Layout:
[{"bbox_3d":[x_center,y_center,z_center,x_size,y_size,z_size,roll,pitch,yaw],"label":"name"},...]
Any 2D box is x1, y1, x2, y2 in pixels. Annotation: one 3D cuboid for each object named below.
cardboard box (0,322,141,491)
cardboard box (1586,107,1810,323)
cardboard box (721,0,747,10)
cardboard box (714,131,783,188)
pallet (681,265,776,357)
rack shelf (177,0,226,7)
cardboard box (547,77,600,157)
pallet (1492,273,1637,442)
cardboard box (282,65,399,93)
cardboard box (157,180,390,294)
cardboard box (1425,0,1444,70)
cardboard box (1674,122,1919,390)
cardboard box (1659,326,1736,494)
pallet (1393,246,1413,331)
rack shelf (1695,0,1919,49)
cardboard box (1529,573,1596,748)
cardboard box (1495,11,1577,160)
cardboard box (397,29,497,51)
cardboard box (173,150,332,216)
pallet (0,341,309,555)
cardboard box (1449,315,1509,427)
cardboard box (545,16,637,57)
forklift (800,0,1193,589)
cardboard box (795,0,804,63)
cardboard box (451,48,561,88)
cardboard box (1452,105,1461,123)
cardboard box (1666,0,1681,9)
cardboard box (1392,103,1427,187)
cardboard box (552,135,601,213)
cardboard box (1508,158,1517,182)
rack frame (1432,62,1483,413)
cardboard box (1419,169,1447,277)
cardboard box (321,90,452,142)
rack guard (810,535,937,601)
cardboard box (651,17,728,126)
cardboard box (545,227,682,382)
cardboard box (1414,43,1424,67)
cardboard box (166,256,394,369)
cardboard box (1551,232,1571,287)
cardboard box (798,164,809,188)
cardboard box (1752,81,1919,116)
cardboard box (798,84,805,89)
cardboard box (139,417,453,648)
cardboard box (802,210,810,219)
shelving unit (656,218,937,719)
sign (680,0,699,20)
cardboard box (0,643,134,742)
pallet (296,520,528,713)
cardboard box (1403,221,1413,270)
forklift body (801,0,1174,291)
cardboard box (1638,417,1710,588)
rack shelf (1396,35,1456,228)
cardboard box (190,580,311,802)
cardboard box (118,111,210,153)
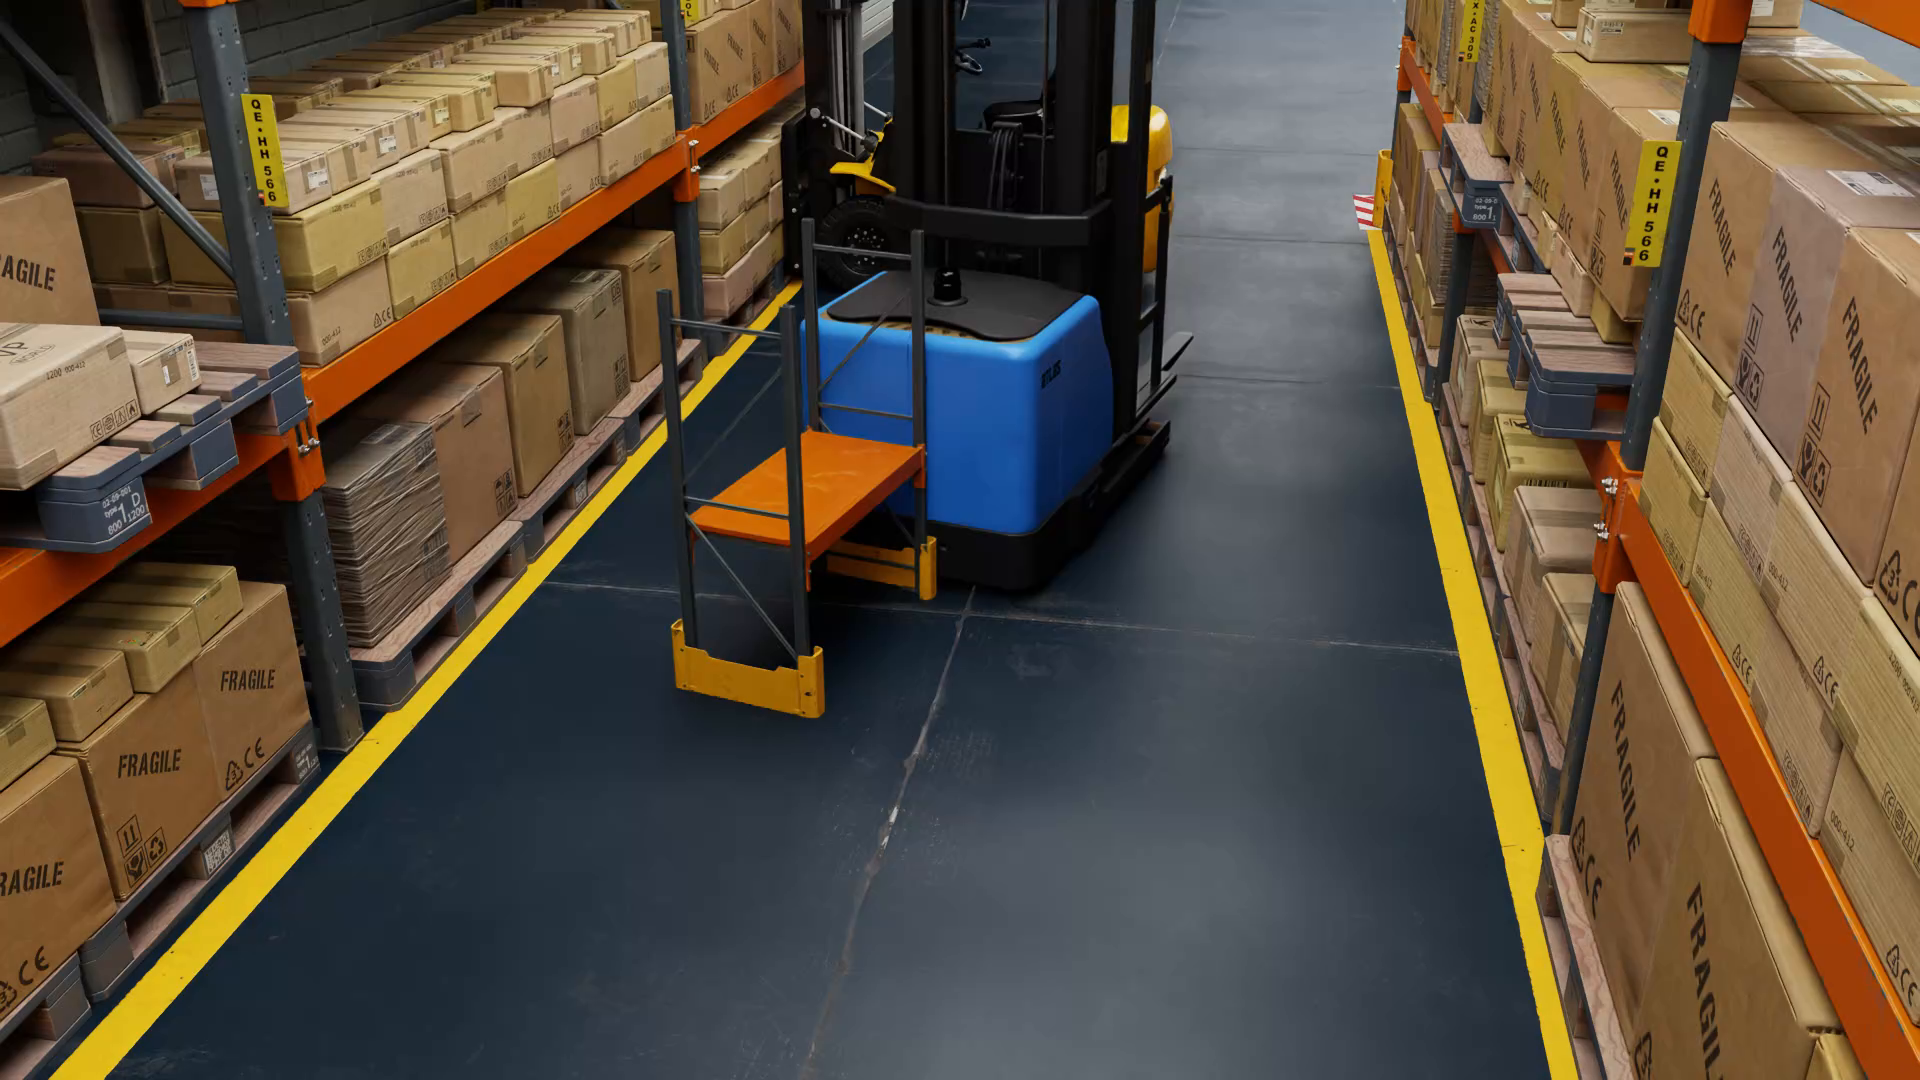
[{"bbox_3d":[-2.428,-0.343,4.126,0.500,0.250,0.500,3,25,6],"label":"cardboard box"},{"bbox_3d":[2.123,-0.922,4.717,0.500,0.500,0.500,3,25,7],"label":"cardboard box"},{"bbox_3d":[-1.440,-3.129,9.513,0.380,0.149,0.250,5,25,10],"label":"cardboard box"},{"bbox_3d":[-1.369,-2.358,10.317,0.500,0.250,0.500,5,26,10],"label":"cardboard box"},{"bbox_3d":[-1.749,-1.424,10.044,1.003,0.211,1.213,4,25,9],"label":"pallet"},{"bbox_3d":[-2.901,-0.881,2.904,1.077,0.370,4.000,4,25,9],"label":"rack shelf"},{"bbox_3d":[-1.915,-1.864,7.281,0.500,0.250,0.500,5,25,10],"label":"cardboard box"},{"bbox_3d":[2.334,-0.561,5.136,1.213,0.211,1.003,4,25,9],"label":"pallet"},{"bbox_3d":[-2.489,-1.817,6.711,0.380,0.149,0.250,5,25,10],"label":"cardboard box"},{"bbox_3d":[-2.236,-1.010,5.456,0.500,0.250,0.500,4,25,8],"label":"cardboard box"},{"bbox_3d":[3.041,-3.046,9.750,0.500,0.500,0.500,4,25,7],"label":"cardboard box"},{"bbox_3d":[2.001,-0.651,3.805,0.500,0.500,0.500,3,25,7],"label":"cardboard box"},{"bbox_3d":[1.997,-0.306,3.952,0.500,0.250,0.500,4,25,8],"label":"cardboard box"},{"bbox_3d":[3.249,-1.547,10.306,1.003,0.211,1.213,4,25,9],"label":"pallet"},{"bbox_3d":[1.996,-0.538,2.172,1.077,0.370,4.000,4,25,9],"label":"rack shelf"},{"bbox_3d":[2.425,0.422,5.414,0.950,0.372,0.625,2,25,5],"label":"cardboard box"},{"bbox_3d":[2.442,-1.794,6.580,0.500,0.500,0.500,4,25,8],"label":"cardboard box"},{"bbox_3d":[-2.348,-2.243,7.621,0.380,0.149,0.250,4,25,8],"label":"cardboard box"},{"bbox_3d":[-2.232,-1.136,5.256,0.380,0.149,0.250,5,26,10],"label":"cardboard box"},{"bbox_3d":[-2.616,-0.309,4.599,1.213,0.211,1.003,4,25,9],"label":"pallet"},{"bbox_3d":[2.894,-0.796,8.016,0.950,0.372,0.625,4,25,9],"label":"cardboard box"},{"bbox_3d":[-1.782,-2.429,8.018,0.380,0.149,0.250,4,25,8],"label":"cardboard box"},{"bbox_3d":[0.383,-1.727,7.483,1.130,2.935,3.031,10,27,21],"label":"forklift"},{"bbox_3d":[-1.266,-3.421,10.902,0.500,0.500,0.500,4,25,8],"label":"cardboard box"},{"bbox_3d":[-1.937,-2.002,7.105,0.380,0.149,0.250,4,25,9],"label":"cardboard box"},{"bbox_3d":[2.763,-2.162,8.626,0.380,0.149,0.250,5,25,10],"label":"cardboard box"},{"bbox_3d":[3.024,-2.181,6.642,0.380,0.149,0.250,3,25,7],"label":"cardboard box"},{"bbox_3d":[3.223,-2.644,11.224,0.500,0.500,0.500,3,25,7],"label":"cardboard box"},{"bbox_3d":[-1.933,-1.644,7.402,0.500,0.250,0.500,4,25,9],"label":"cardboard box"},{"bbox_3d":[2.471,-1.550,6.824,0.380,0.149,0.250,4,25,9],"label":"cardboard box"},{"bbox_3d":[2.977,-2.015,8.017,1.000,3.000,0.127,4,25,9],"label":"rack frame"},{"bbox_3d":[2.890,-1.778,9.375,0.500,0.500,0.500,4,25,9],"label":"cardboard box"},{"bbox_3d":[-2.131,-1.575,6.193,0.380,0.149,0.250,4,25,9],"label":"cardboard box"},{"bbox_3d":[-0.376,0.071,6.803,0.587,0.250,0.087,10,27,21],"label":"rack guard"},{"bbox_3d":[-1.591,-2.570,9.085,0.500,0.500,0.500,3,25,7],"label":"cardboard box"},{"bbox_3d":[-1.995,-1.253,8.695,0.875,0.625,0.625,5,26,11],"label":"cardboard box"},{"bbox_3d":[3.133,-3.132,10.698,0.380,0.149,0.250,4,25,9],"label":"cardboard box"},{"bbox_3d":[-2.261,-0.785,5.566,0.500,0.250,0.500,4,25,9],"label":"cardboard box"},{"bbox_3d":[2.163,-0.902,5.440,0.380,0.149,0.250,3,25,6],"label":"cardboard box"},{"bbox_3d":[-1.280,-2.341,10.871,0.500,0.250,0.500,4,25,8],"label":"cardboard box"},{"bbox_3d":[2.703,-1.103,5.104,0.500,0.500,0.500,5,26,11],"label":"cardboard box"},{"bbox_3d":[-1.035,-3.214,12.146,0.500,0.250,0.500,5,26,10],"label":"cardboard box"},{"bbox_3d":[-2.459,-0.059,6.144,0.875,0.625,0.625,5,26,10],"label":"cardboard box"},{"bbox_3d":[-1.276,-2.122,10.993,0.500,0.250,0.500,5,26,10],"label":"cardboard box"},{"bbox_3d":[-0.569,-0.300,6.122,0.587,1.500,1.083,10,27,21],"label":"shelving unit"},{"bbox_3d":[-1.384,-2.812,8.448,0.100,0.325,0.005,4,25,9],"label":"sign"},{"bbox_3d":[-2.506,0.411,4.521,0.380,0.149,0.250,3,25,7],"label":"cardboard box"},{"bbox_3d":[-2.401,0.237,6.495,1.003,0.211,1.213,4,25,9],"label":"pallet"},{"bbox_3d":[3.058,-1.873,10.460,0.500,0.250,0.500,6,26,12],"label":"cardboard box"},{"bbox_3d":[0.223,-2.726,10.538,2.313,2.155,1.214,4,25,9],"label":"forklift body"},{"bbox_3d":[1.995,-0.087,4.074,0.500,0.250,0.500,4,25,8],"label":"cardboard box"},{"bbox_3d":[3.304,-2.526,9.956,1.077,0.370,4.000,4,25,9],"label":"rack shelf"},{"bbox_3d":[-2.432,0.449,5.205,0.500,0.500,0.500,5,26,10],"label":"cardboard box"},{"bbox_3d":[-2.686,-1.395,5.809,0.380,0.149,0.250,4,25,8],"label":"cardboard box"}]
